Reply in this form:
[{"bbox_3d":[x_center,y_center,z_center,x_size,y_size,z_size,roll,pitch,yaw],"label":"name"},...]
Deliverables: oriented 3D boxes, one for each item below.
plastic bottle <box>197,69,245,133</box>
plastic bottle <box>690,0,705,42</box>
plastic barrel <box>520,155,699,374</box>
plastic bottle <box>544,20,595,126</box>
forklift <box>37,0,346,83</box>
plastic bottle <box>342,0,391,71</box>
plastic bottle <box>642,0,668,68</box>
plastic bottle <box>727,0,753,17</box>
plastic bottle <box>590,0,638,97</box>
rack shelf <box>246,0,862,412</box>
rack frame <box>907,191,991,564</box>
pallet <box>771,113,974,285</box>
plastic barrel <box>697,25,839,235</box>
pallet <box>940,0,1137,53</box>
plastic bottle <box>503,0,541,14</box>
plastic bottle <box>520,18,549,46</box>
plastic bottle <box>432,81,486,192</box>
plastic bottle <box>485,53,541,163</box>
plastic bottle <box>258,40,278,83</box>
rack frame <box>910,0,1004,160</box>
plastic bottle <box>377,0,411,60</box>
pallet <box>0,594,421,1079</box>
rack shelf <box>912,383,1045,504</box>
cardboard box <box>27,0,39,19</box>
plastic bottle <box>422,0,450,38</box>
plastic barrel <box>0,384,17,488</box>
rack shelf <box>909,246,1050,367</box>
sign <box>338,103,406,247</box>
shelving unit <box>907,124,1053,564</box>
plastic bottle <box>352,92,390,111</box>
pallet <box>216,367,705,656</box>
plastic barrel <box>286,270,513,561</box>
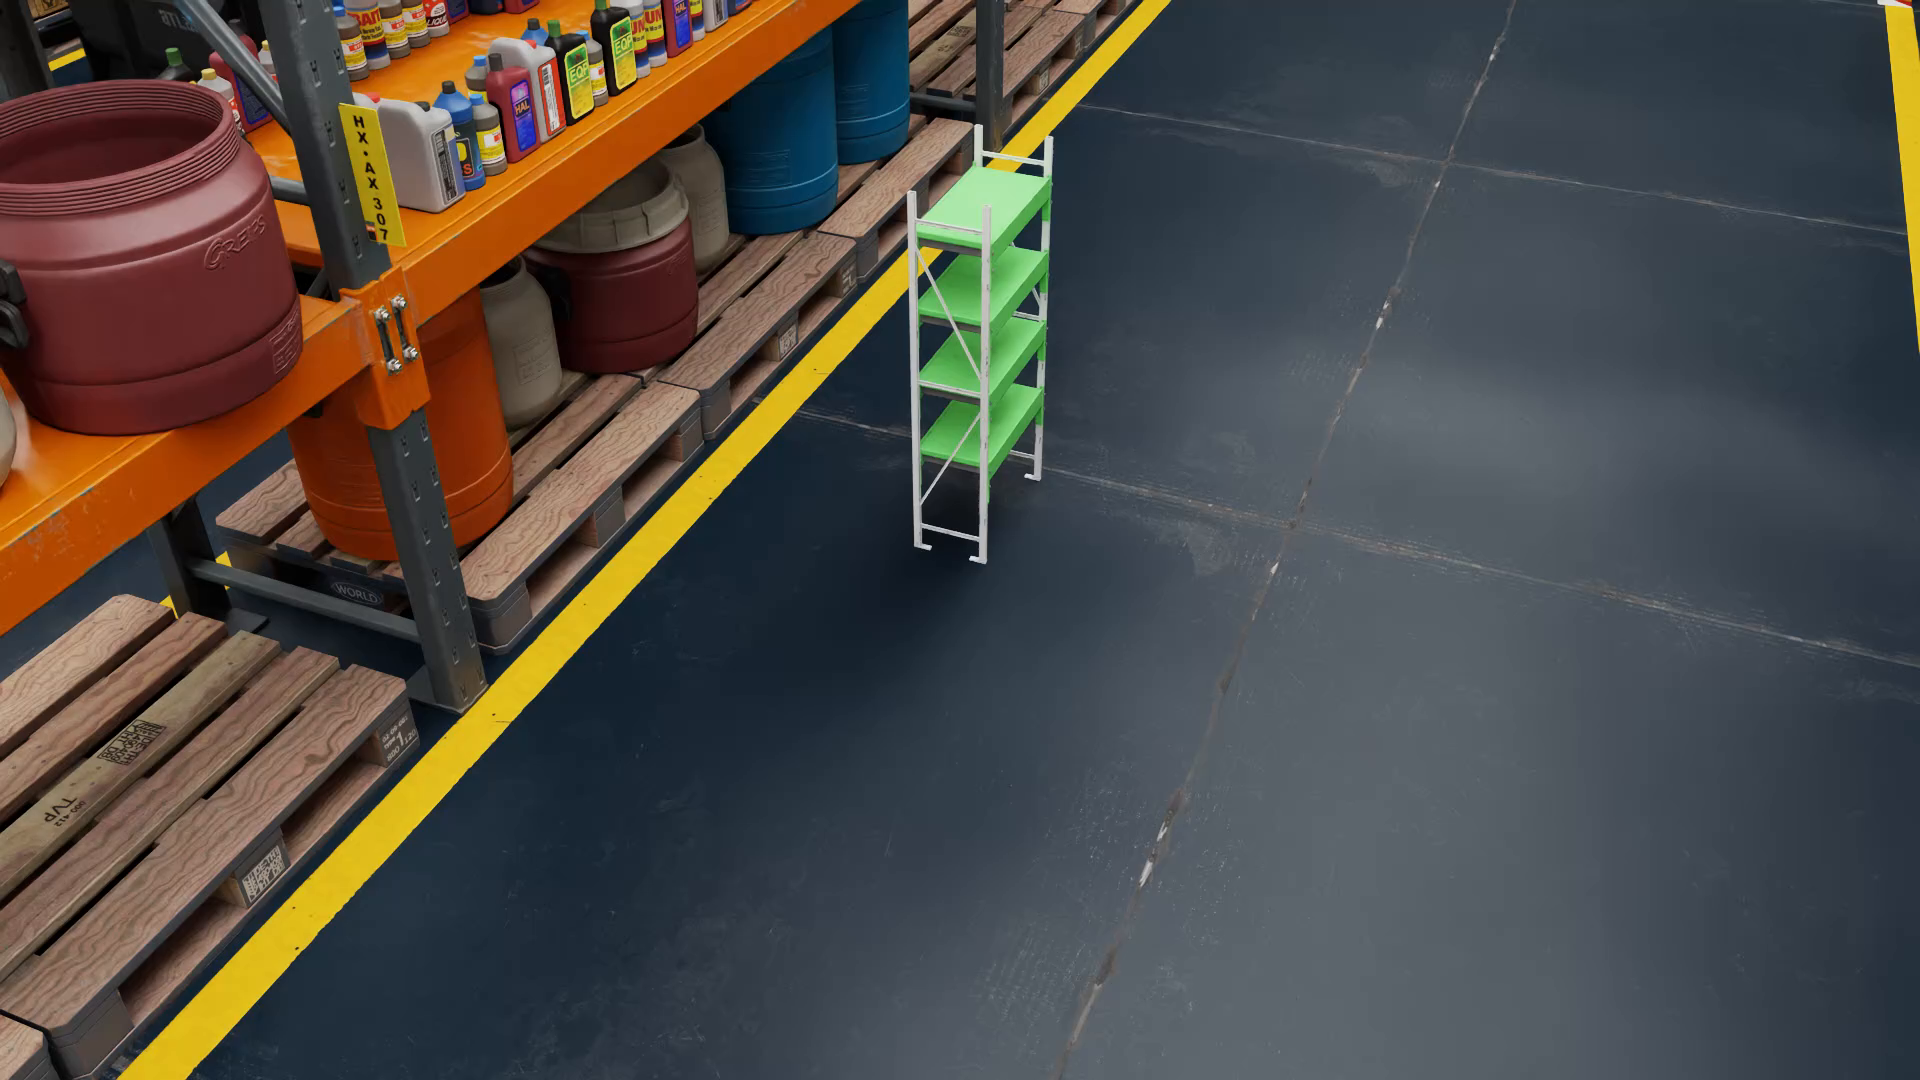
[{"bbox_3d":[-1.992,-1.162,4.465,0.097,0.201,0.097,0,37,0],"label":"plastic bottle"},{"bbox_3d":[-0.840,-1.673,5.090,0.097,0.271,0.097,0,37,0],"label":"plastic bottle"},{"bbox_3d":[-1.212,-0.963,5.697,0.600,0.588,0.708,14,39,18],"label":"plastic barrel"},{"bbox_3d":[-1.080,-1.300,4.581,0.061,0.283,0.133,14,39,18],"label":"plastic bottle"},{"bbox_3d":[-3.267,-2.430,6.053,1.130,2.935,3.031,19,41,23],"label":"forklift"},{"bbox_3d":[-1.756,-1.534,4.904,0.097,0.271,0.097,0,37,0],"label":"plastic bottle"},{"bbox_3d":[-0.928,-1.545,4.919,0.097,0.271,0.097,0,37,0],"label":"plastic bottle"},{"bbox_3d":[-0.757,-1.862,5.277,0.144,0.351,0.185,14,39,18],"label":"plastic bottle"},{"bbox_3d":[-0.992,-1.428,4.752,0.061,0.283,0.133,14,39,18],"label":"plastic bottle"},{"bbox_3d":[-1.052,-1.680,5.593,1.077,0.370,4.000,14,39,18],"label":"rack shelf"},{"bbox_3d":[-0.030,-0.437,4.833,0.240,1.200,0.015,14,39,18],"label":"rack frame"},{"bbox_3d":[-0.623,-1.541,7.135,1.003,0.211,1.213,14,39,18],"label":"pallet"},{"bbox_3d":[-0.783,-1.714,6.439,0.600,0.901,0.708,14,39,18],"label":"plastic barrel"},{"bbox_3d":[0.416,-3.052,9.157,1.003,0.211,1.213,14,39,18],"label":"pallet"},{"bbox_3d":[-1.415,-1.838,5.300,0.061,0.283,0.133,14,39,18],"label":"plastic bottle"},{"bbox_3d":[-1.160,-1.303,4.596,0.097,0.271,0.097,0,37,0],"label":"plastic bottle"},{"bbox_3d":[-1.280,-1.033,4.234,0.097,0.271,0.097,0,37,0],"label":"plastic bottle"},{"bbox_3d":[-1.182,-1.152,4.383,0.061,0.283,0.133,14,39,18],"label":"plastic bottle"},{"bbox_3d":[-1.905,-1.290,4.636,0.097,0.201,0.097,0,37,0],"label":"plastic bottle"},{"bbox_3d":[-0.291,-3.076,6.859,1.000,3.000,0.127,14,39,18],"label":"rack frame"},{"bbox_3d":[-1.719,-1.559,4.997,0.097,0.201,0.097,0,37,0],"label":"plastic bottle"},{"bbox_3d":[-2.143,0.676,4.169,1.003,0.211,1.213,14,39,18],"label":"pallet"},{"bbox_3d":[0.063,-0.329,5.195,0.258,0.148,0.480,14,39,18],"label":"rack shelf"},{"bbox_3d":[-4.989,-2.771,8.172,0.500,0.500,0.500,14,39,18],"label":"cardboard box"},{"bbox_3d":[-1.645,-1.667,5.141,0.097,0.201,0.097,0,37,0],"label":"plastic bottle"},{"bbox_3d":[-2.006,-0.287,3.036,0.421,0.512,0.421,0,37,0],"label":"plastic barrel"},{"bbox_3d":[0.063,-0.713,4.908,0.258,0.148,0.480,14,39,18],"label":"rack shelf"},{"bbox_3d":[-1.301,-0.805,3.685,0.100,0.325,0.005,14,39,18],"label":"sign"},{"bbox_3d":[0.063,-0.572,5.013,0.258,1.200,0.503,14,39,18],"label":"shelving unit"},{"bbox_3d":[-1.490,-1.012,4.202,0.152,0.276,0.135,14,39,18],"label":"plastic bottle"},{"bbox_3d":[-1.551,-0.190,5.328,1.003,0.211,1.213,14,39,18],"label":"pallet"},{"bbox_3d":[-1.642,-0.435,4.788,0.600,0.830,0.708,14,39,18],"label":"plastic barrel"}]
